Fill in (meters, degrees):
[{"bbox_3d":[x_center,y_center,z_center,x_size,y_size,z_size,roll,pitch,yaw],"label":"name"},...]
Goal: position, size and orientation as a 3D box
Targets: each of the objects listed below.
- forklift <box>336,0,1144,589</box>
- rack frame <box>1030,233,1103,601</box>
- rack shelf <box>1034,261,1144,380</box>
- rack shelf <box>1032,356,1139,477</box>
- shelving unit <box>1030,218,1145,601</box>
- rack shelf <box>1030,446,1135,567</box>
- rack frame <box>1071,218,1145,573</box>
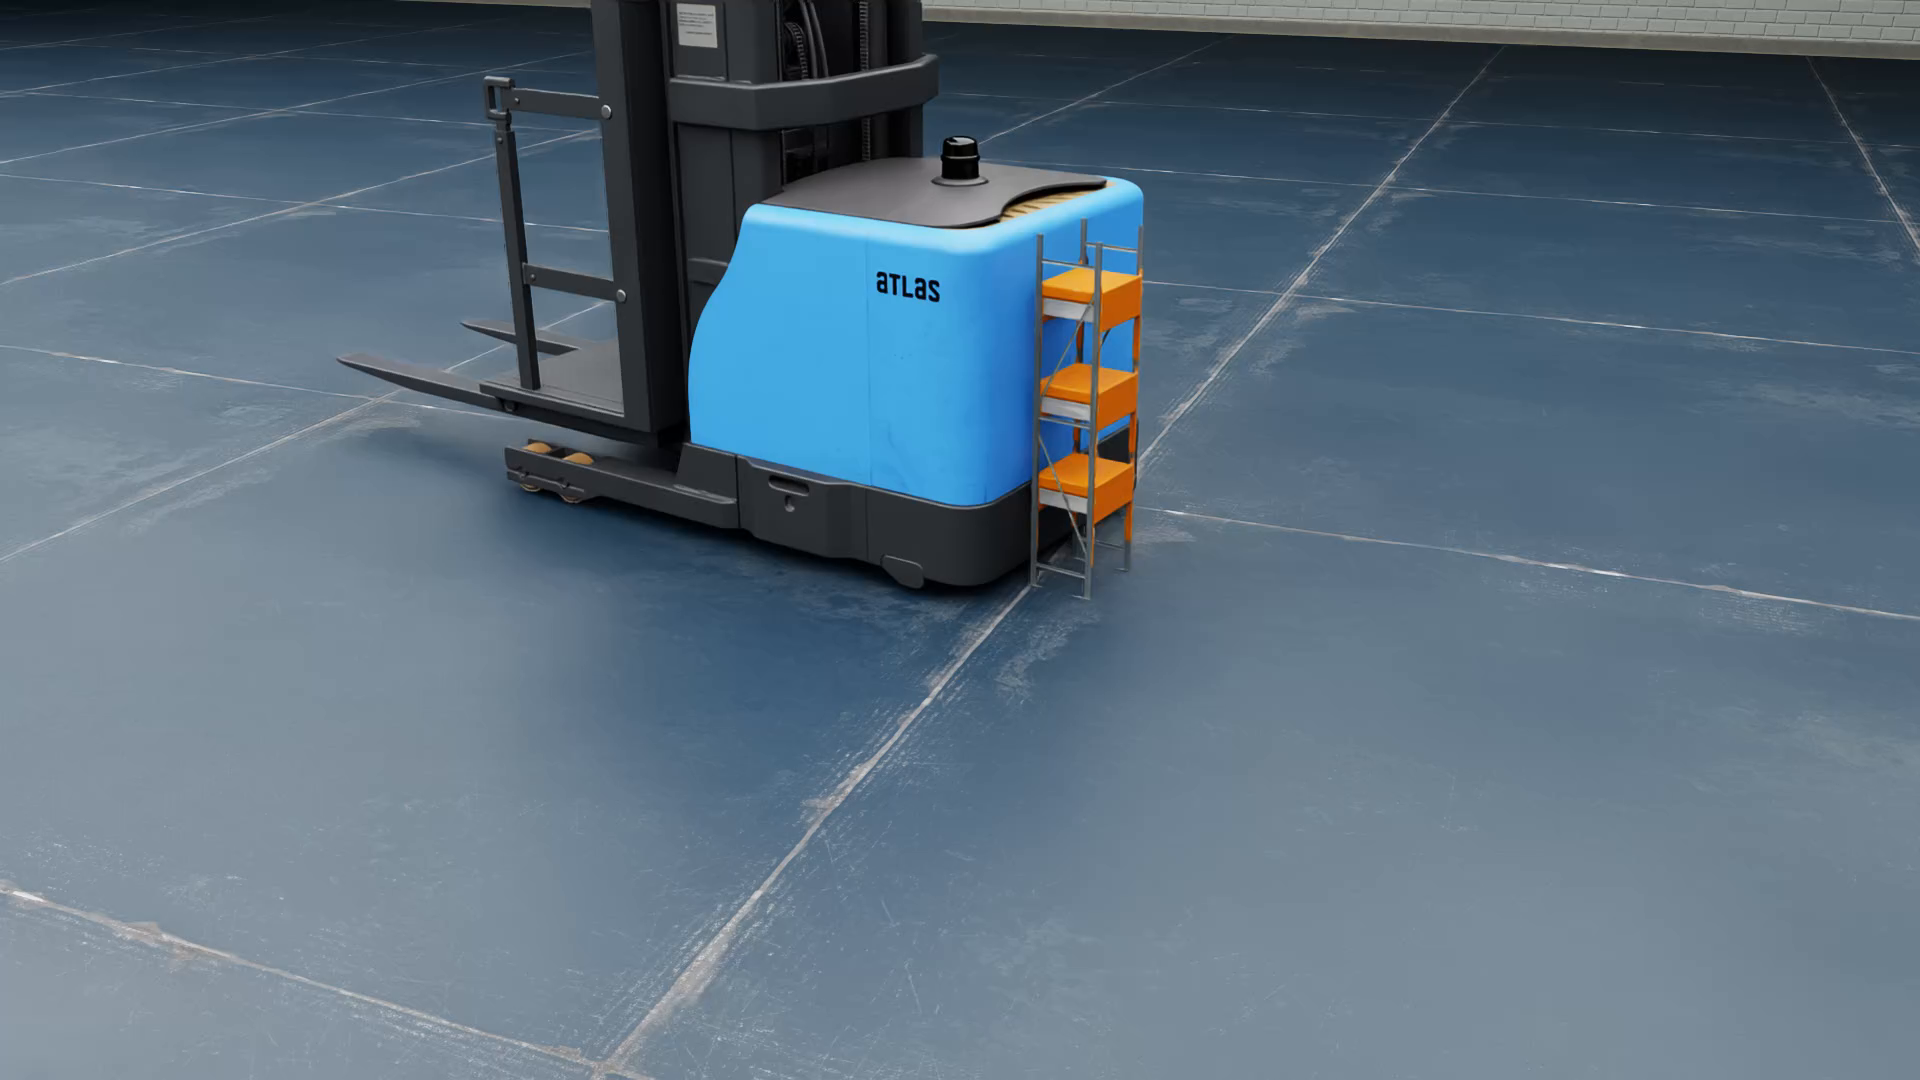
[{"bbox_3d":[-0.932,-1.628,5.344,3.031,2.935,1.130,14,27,30],"label":"forklift"},{"bbox_3d":[0.294,-0.329,4.674,0.200,1.050,0.008,14,27,30],"label":"rack frame"},{"bbox_3d":[0.361,-0.620,4.663,0.215,0.259,0.240,14,27,30],"label":"rack shelf"},{"bbox_3d":[0.360,-0.358,4.772,0.215,0.259,0.240,14,27,30],"label":"rack shelf"},{"bbox_3d":[0.361,-0.368,4.768,0.215,1.050,0.252,14,27,30],"label":"shelving unit"},{"bbox_3d":[0.360,-0.102,4.880,0.215,0.259,0.240,14,27,30],"label":"rack shelf"},{"bbox_3d":[0.427,-0.407,4.862,0.200,1.050,0.008,14,27,30],"label":"rack frame"}]
